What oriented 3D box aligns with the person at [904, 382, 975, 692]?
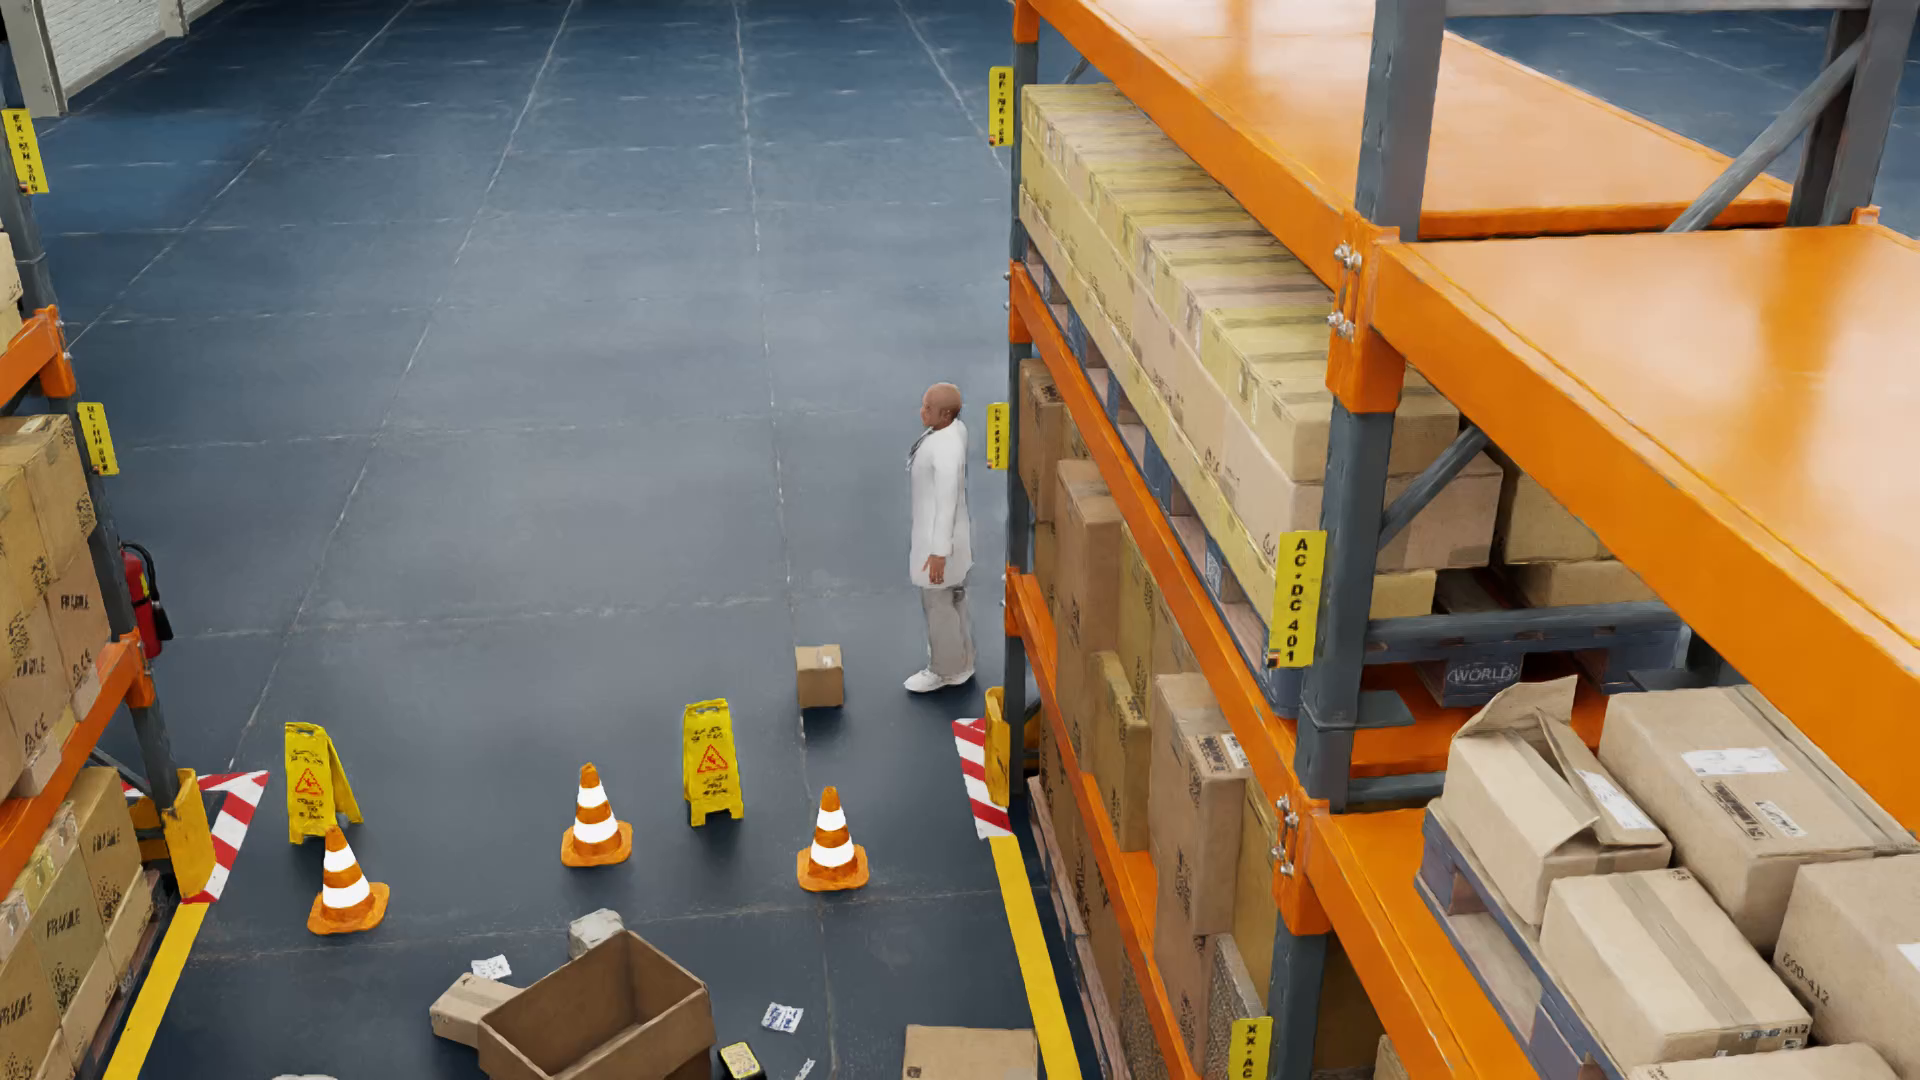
[{"bbox_3d":[-0.101,-0.039,9.152,0.377,1.784,0.688,3,27,7],"label":"person"}]
